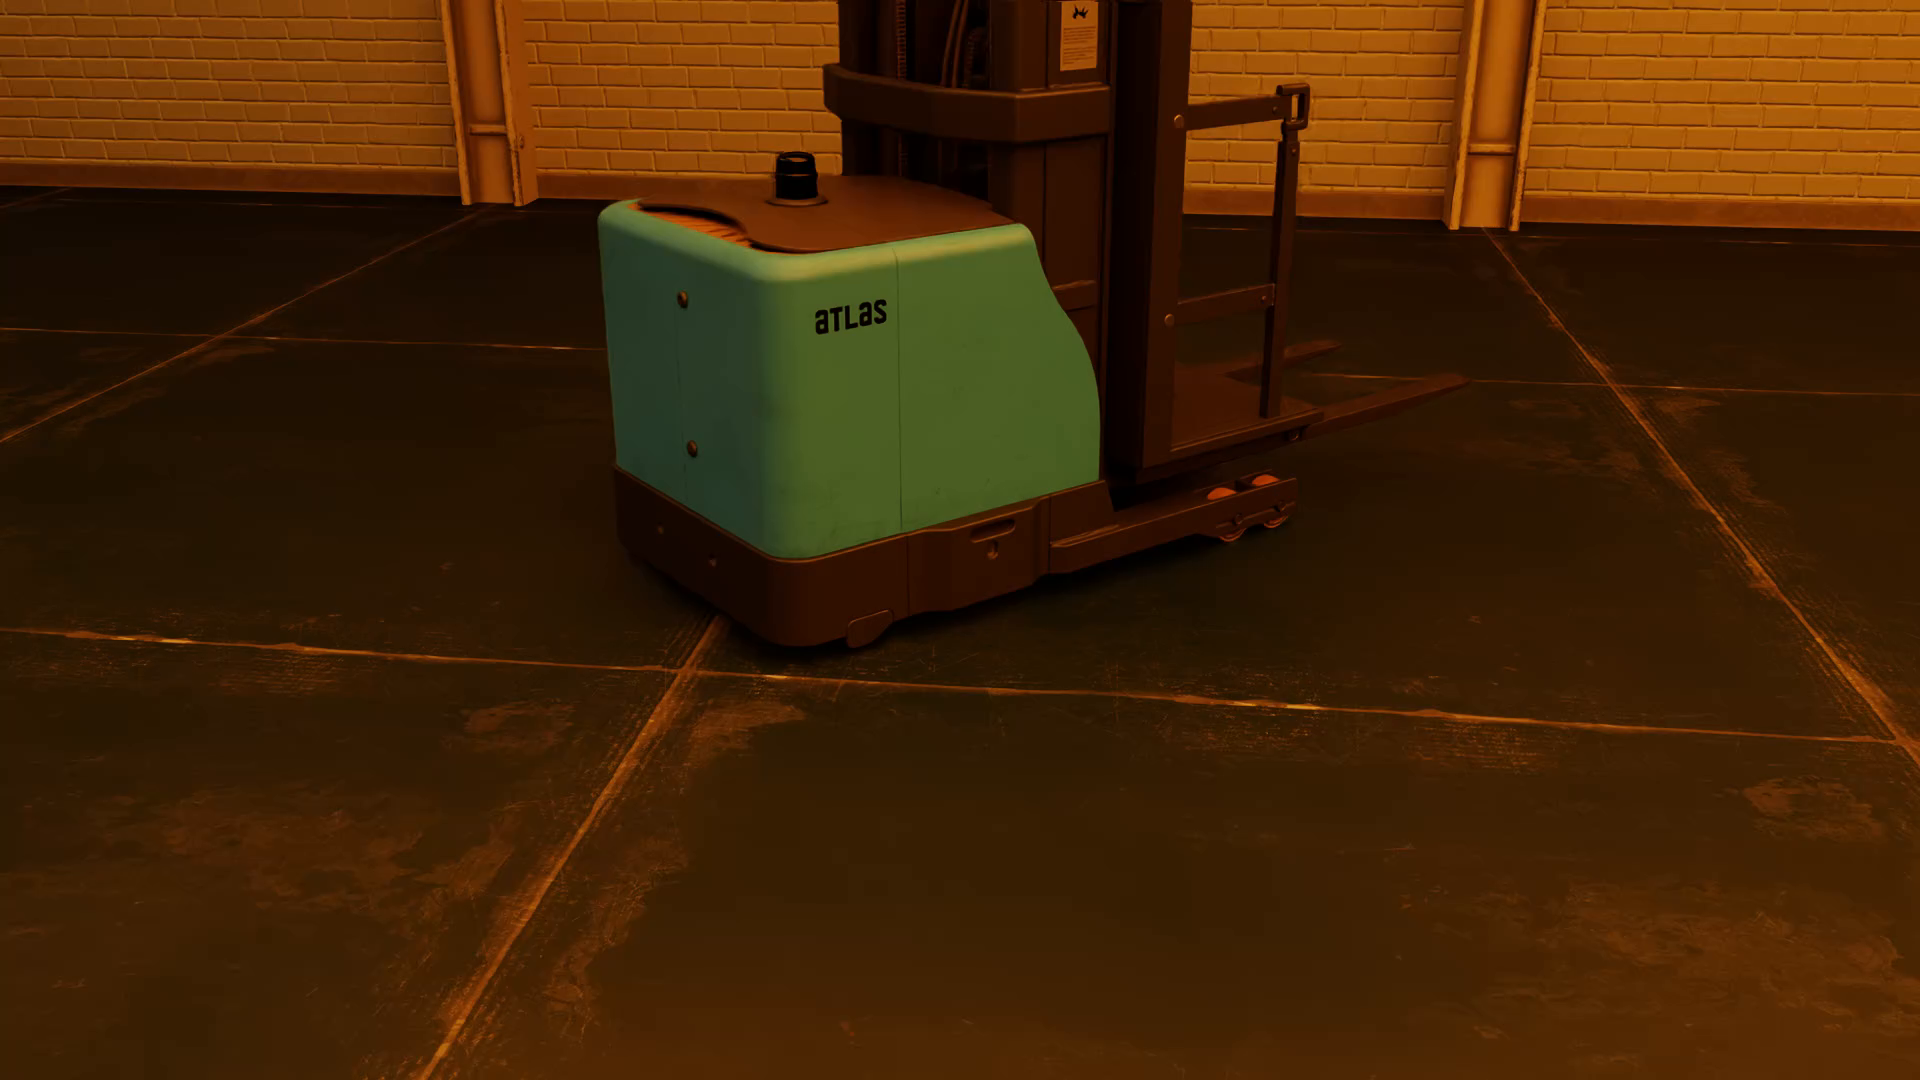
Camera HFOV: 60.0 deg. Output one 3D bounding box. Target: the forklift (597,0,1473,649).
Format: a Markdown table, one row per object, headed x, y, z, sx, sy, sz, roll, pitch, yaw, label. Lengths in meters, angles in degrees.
| x | y | z | sx | sy | sz | roll | pitch | yaw | label |
| --- | --- | --- | --- | --- | --- | --- | --- | --- | --- |
| 0.452 | -1.496 | 4.969 | 3.031 | 2.935 | 1.130 | -16 | 27 | -34 | forklift |
